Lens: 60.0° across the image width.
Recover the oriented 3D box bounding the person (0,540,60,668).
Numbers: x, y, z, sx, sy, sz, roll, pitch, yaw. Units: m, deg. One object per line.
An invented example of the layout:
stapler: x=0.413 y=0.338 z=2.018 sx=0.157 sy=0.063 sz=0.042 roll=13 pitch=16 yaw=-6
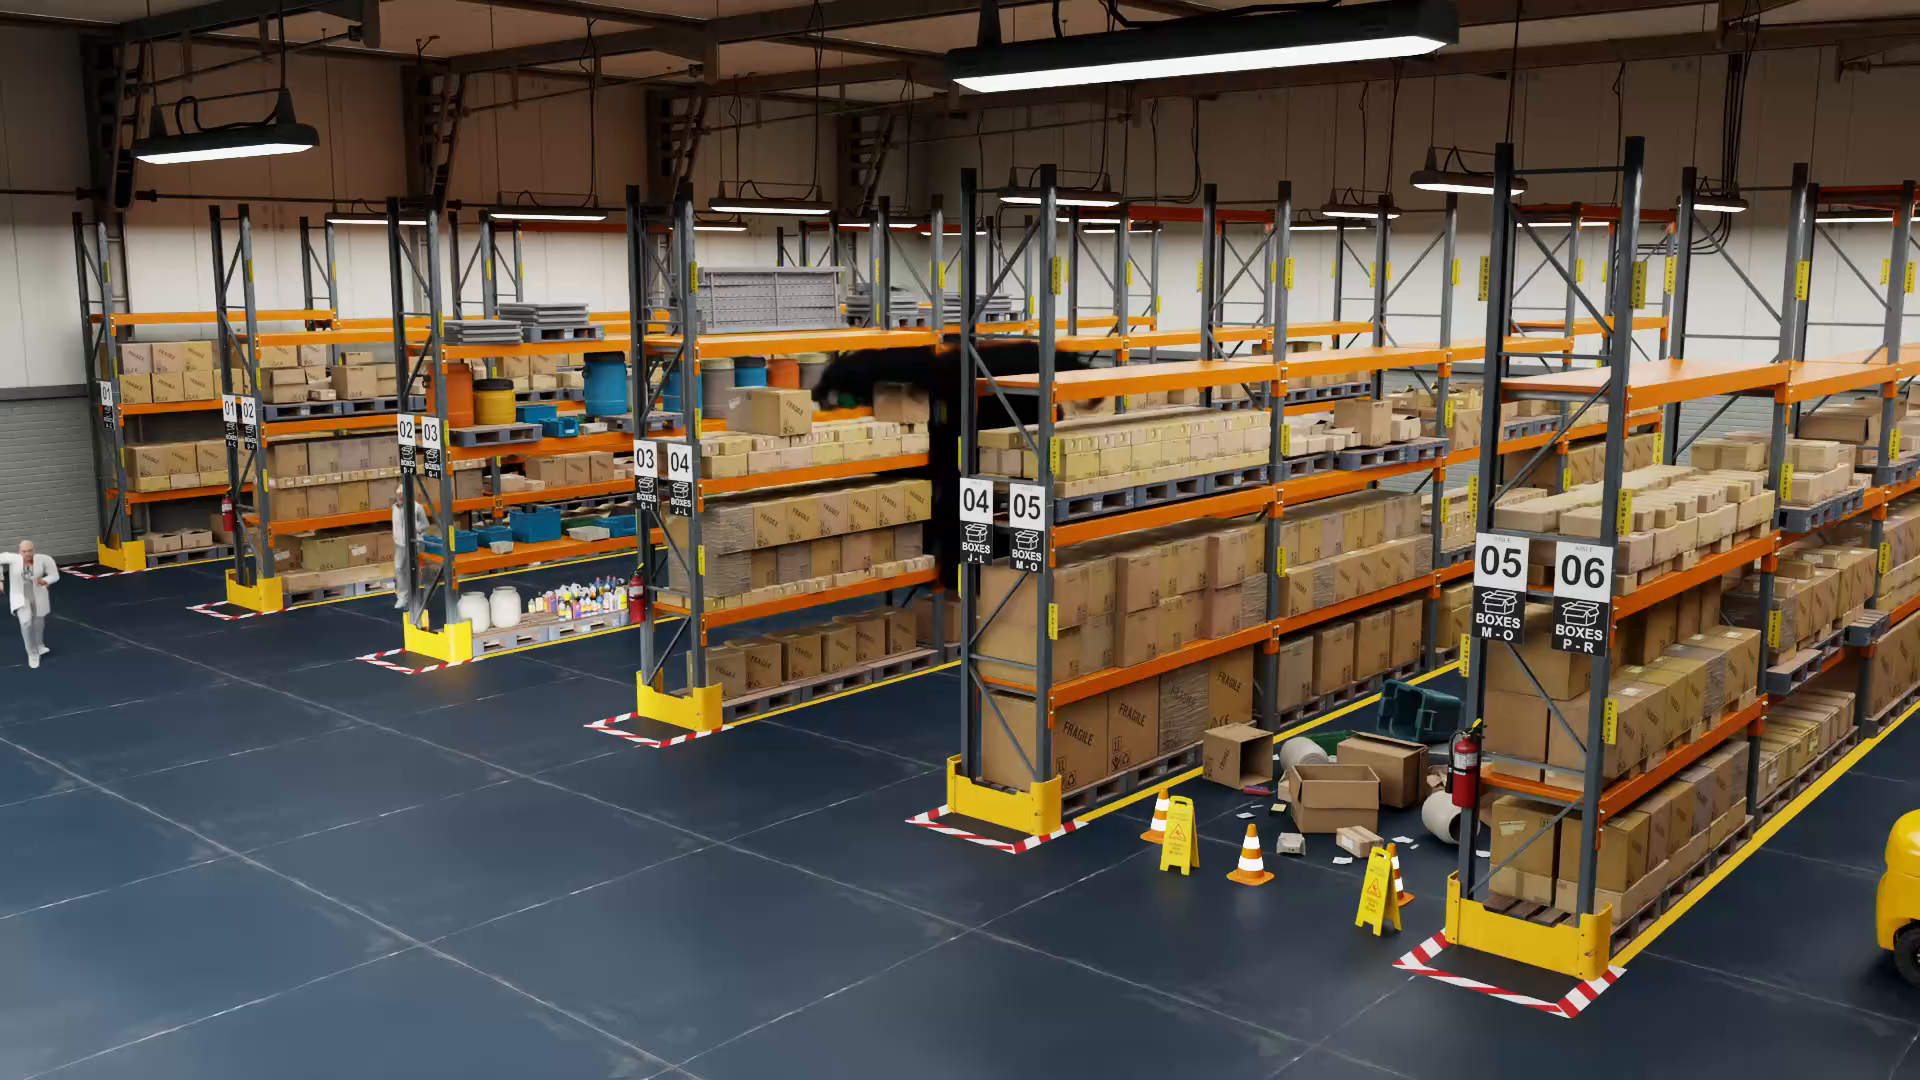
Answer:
person: x=-12.089 y=0.806 z=21.580 sx=0.756 sy=1.723 sz=1.065 roll=-5 pitch=11 yaw=-29

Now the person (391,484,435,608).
person: x=-7.964 y=0.056 z=24.110 sx=0.637 sy=1.797 sz=0.914 roll=1 pitch=10 yaw=7
